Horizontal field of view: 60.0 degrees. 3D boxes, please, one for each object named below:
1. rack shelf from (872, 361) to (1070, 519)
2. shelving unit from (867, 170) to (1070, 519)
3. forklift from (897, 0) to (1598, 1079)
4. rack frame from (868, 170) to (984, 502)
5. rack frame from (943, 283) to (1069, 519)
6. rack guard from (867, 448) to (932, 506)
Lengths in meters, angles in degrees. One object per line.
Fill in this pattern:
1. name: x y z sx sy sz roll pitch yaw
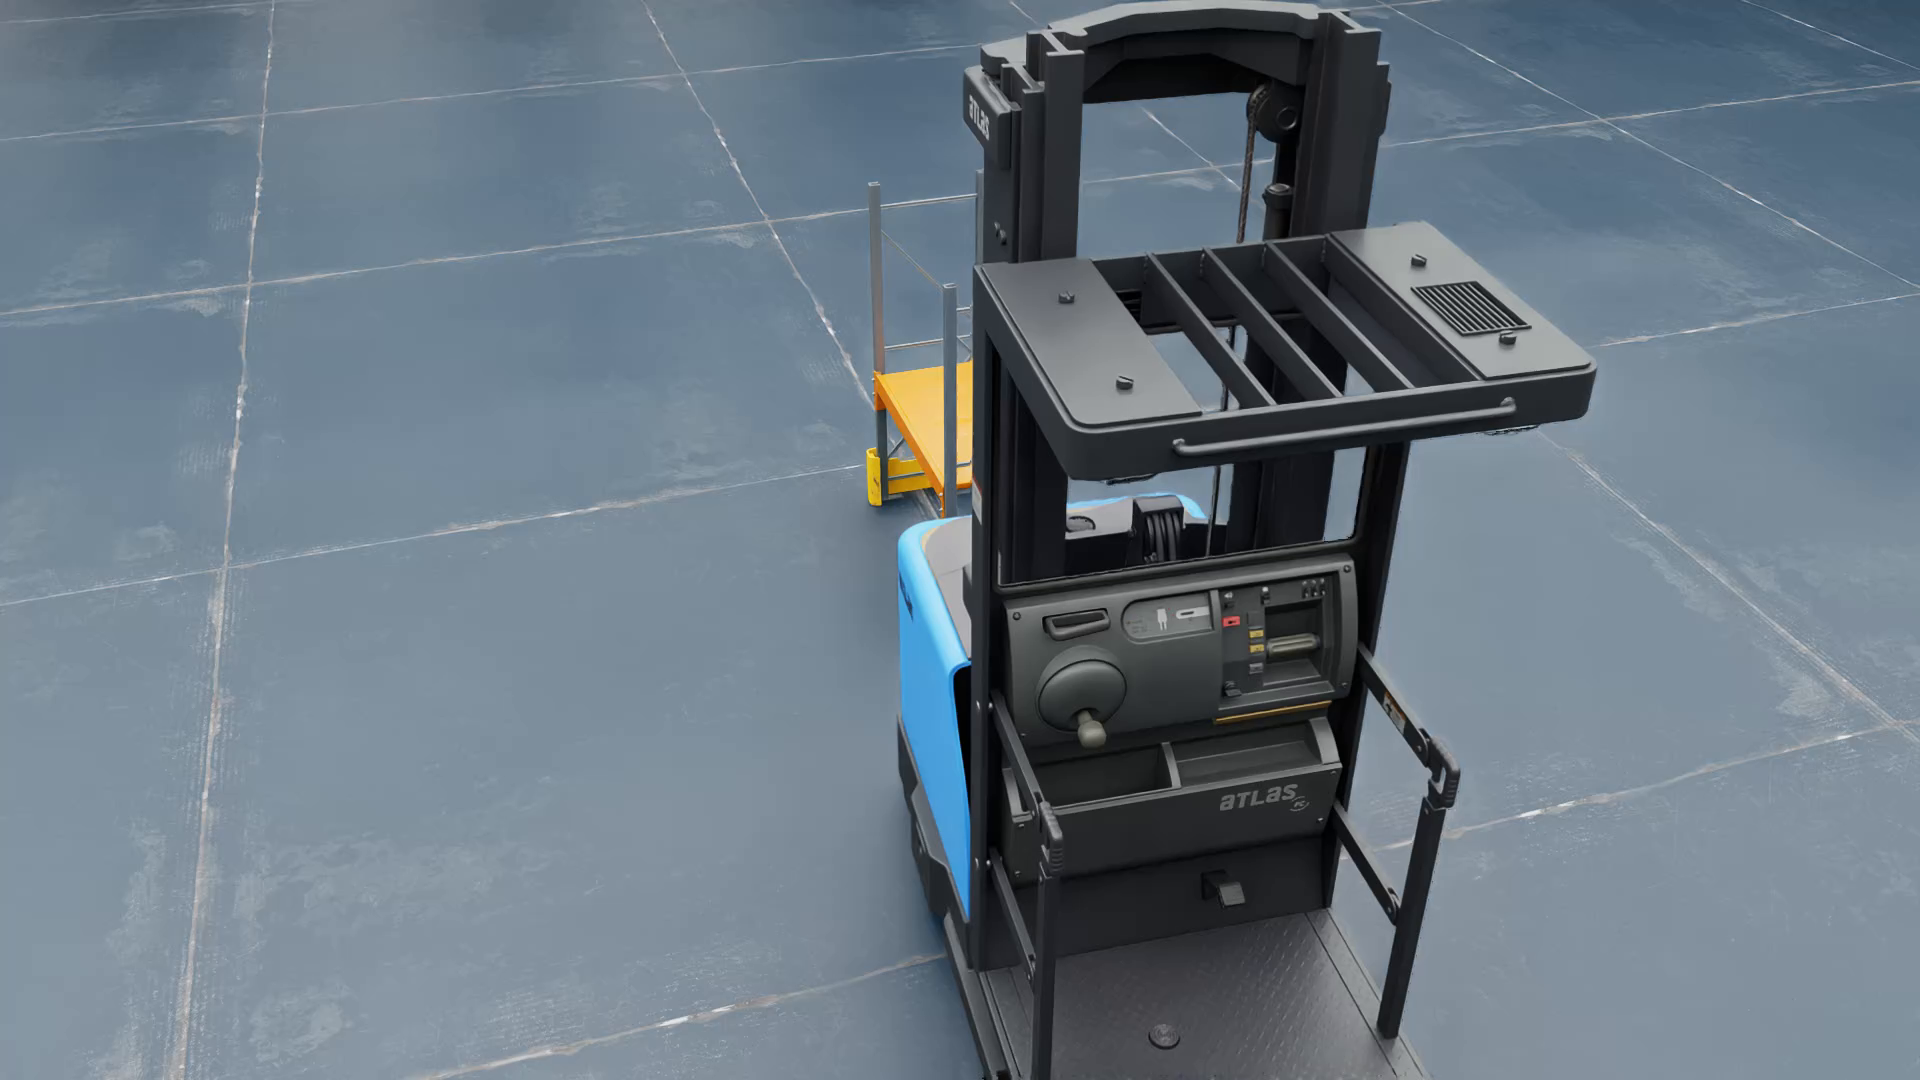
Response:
1. rack shelf: 0.026 -0.431 6.868 0.538 0.185 1.000 -10 35 -15
2. shelving unit: 0.023 -0.586 6.776 0.587 1.500 1.083 -10 35 -15
3. forklift: 0.627 0.346 4.068 1.130 2.935 3.031 -8 34 -11
4. rack frame: -0.129 -0.848 7.173 0.500 1.500 0.032 -10 35 -15
5. rack frame: 0.181 -0.314 6.365 0.500 1.500 0.032 -10 35 -15
6. rack guard: -0.129 -0.326 7.516 0.587 0.250 0.087 -10 35 -15
